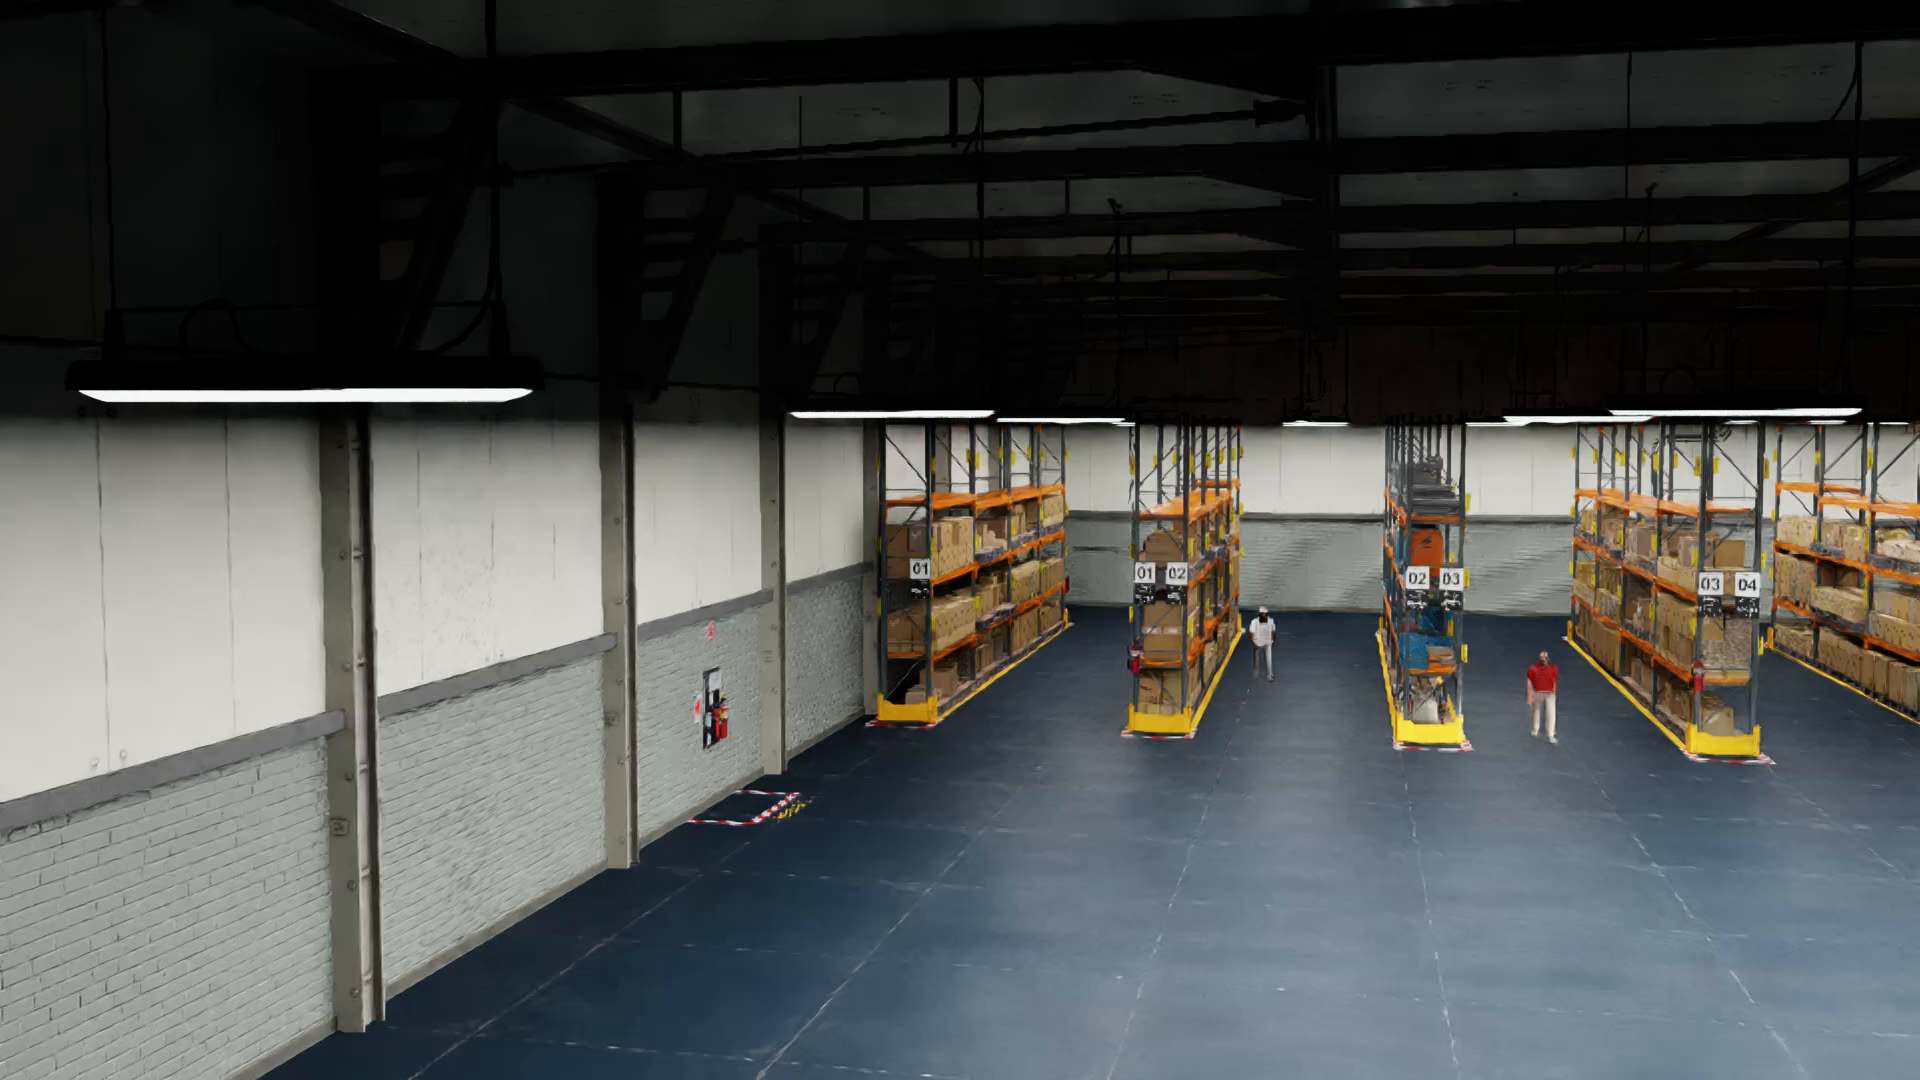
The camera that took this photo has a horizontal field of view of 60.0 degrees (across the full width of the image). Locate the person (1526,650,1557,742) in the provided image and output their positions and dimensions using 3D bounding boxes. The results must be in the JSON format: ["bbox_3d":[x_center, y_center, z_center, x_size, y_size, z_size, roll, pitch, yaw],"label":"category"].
[{"bbox_3d":[10.637,2.827,30.394,0.542,1.645,1.126,1,4,15],"label":"person"}]

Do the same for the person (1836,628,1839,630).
[{"bbox_3d":[24.463,1.790,45.978,0.591,1.661,0.491,-2,4,-29],"label":"person"}]

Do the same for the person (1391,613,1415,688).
[{"bbox_3d":[9.382,2.326,35.159,0.524,1.588,0.604,2,4,24],"label":"person"}]

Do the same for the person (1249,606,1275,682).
[{"bbox_3d":[6.839,2.323,37.583,0.598,1.690,1.094,0,4,4],"label":"person"}]
